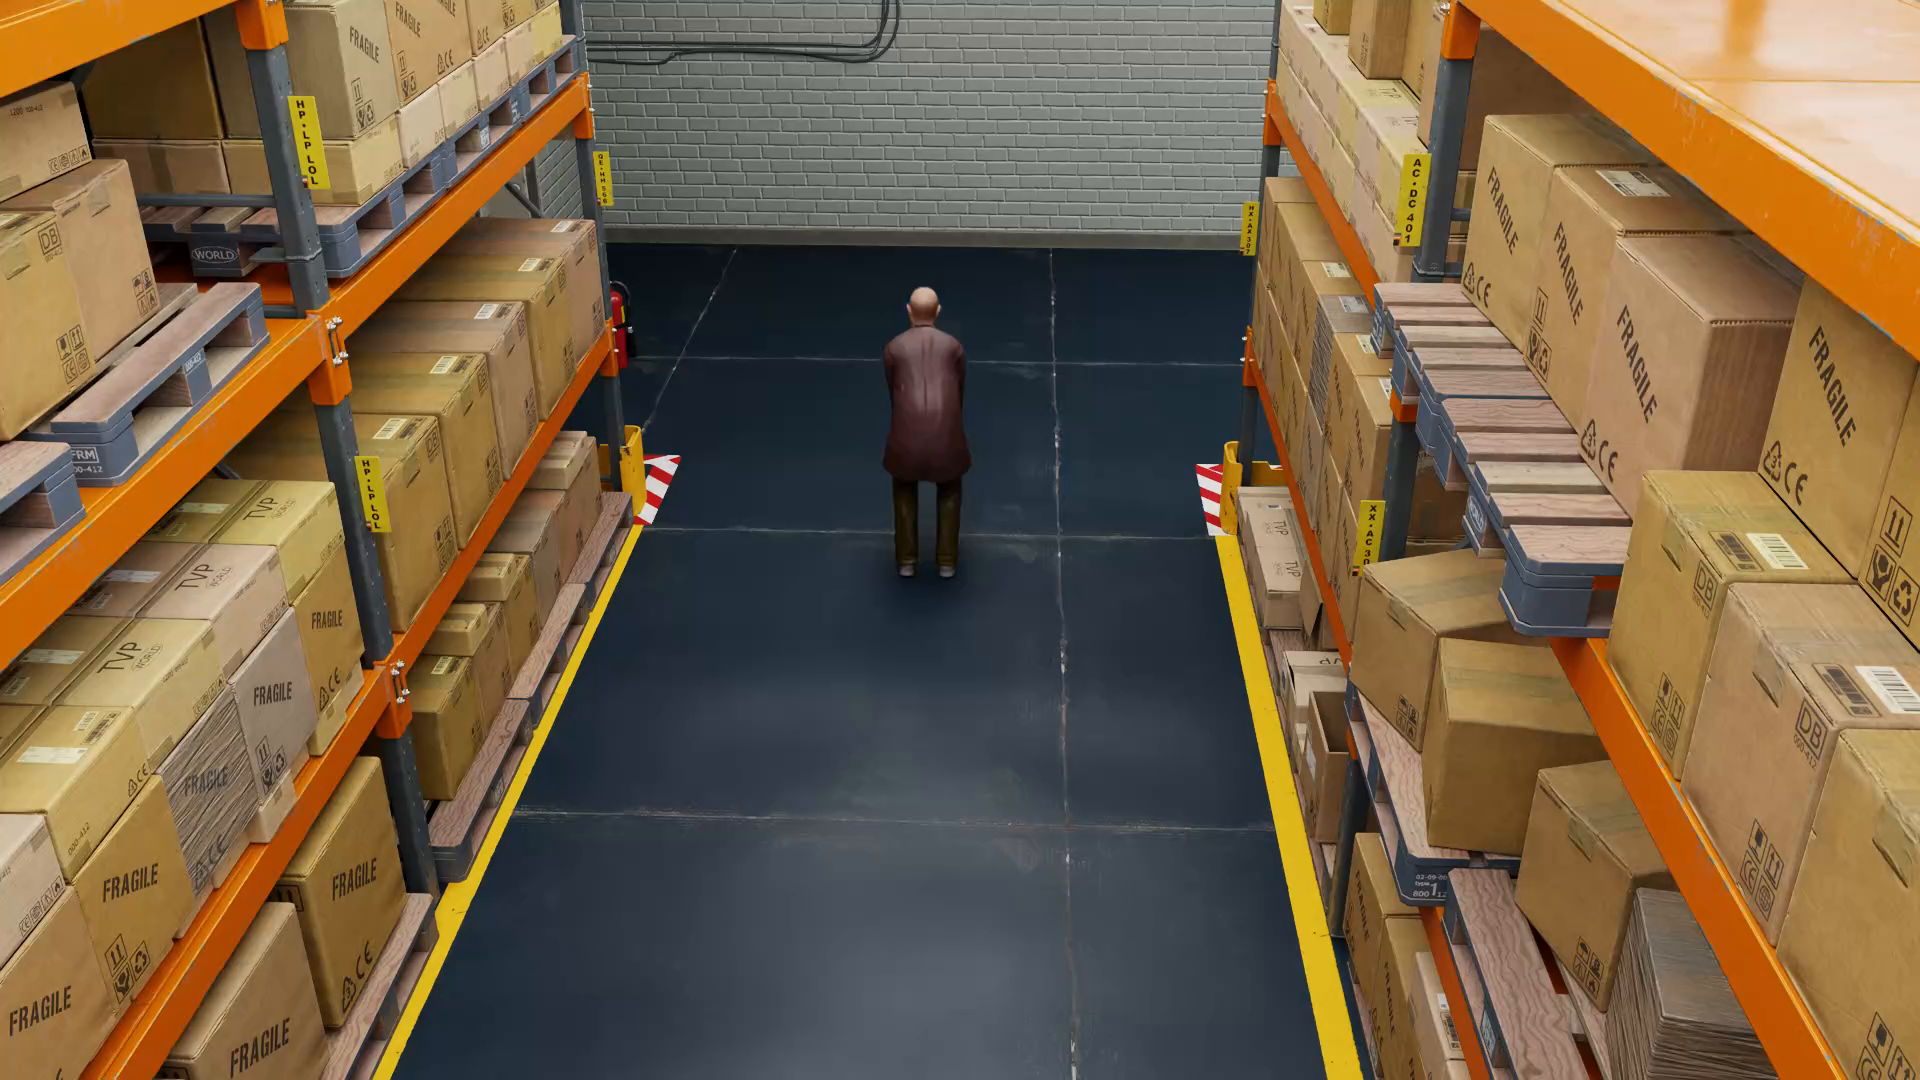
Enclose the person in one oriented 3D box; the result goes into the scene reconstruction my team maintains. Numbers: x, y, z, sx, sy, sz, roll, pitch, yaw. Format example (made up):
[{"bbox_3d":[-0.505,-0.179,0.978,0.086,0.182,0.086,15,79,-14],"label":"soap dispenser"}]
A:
[{"bbox_3d":[-0.194,-0.643,9.940,0.538,1.717,0.614,0,28,1],"label":"person"}]
